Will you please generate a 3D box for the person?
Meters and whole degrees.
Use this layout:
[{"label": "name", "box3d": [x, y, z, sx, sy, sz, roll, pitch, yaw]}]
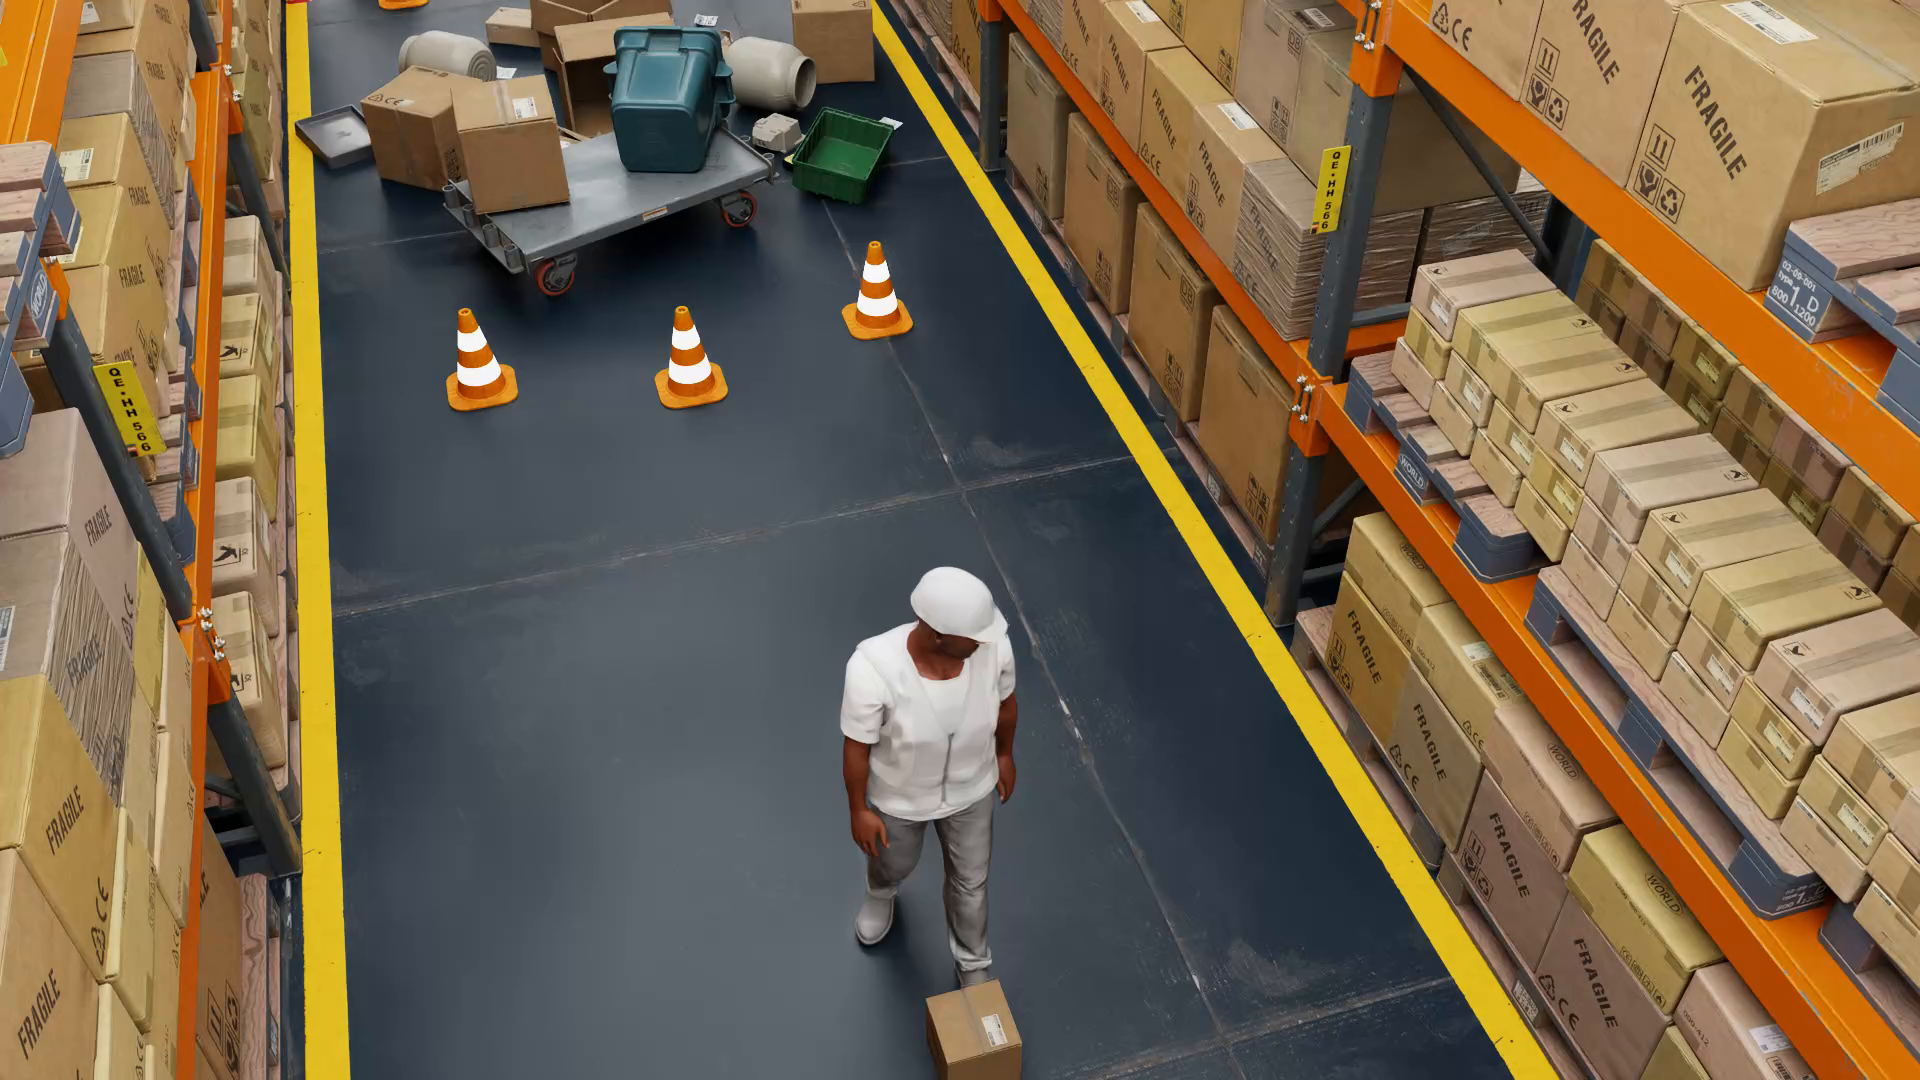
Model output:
[{"label": "person", "box3d": [-0.075, 0.785, 5.289, 0.568, 1.795, 0.451, -11, 43, -12]}]
